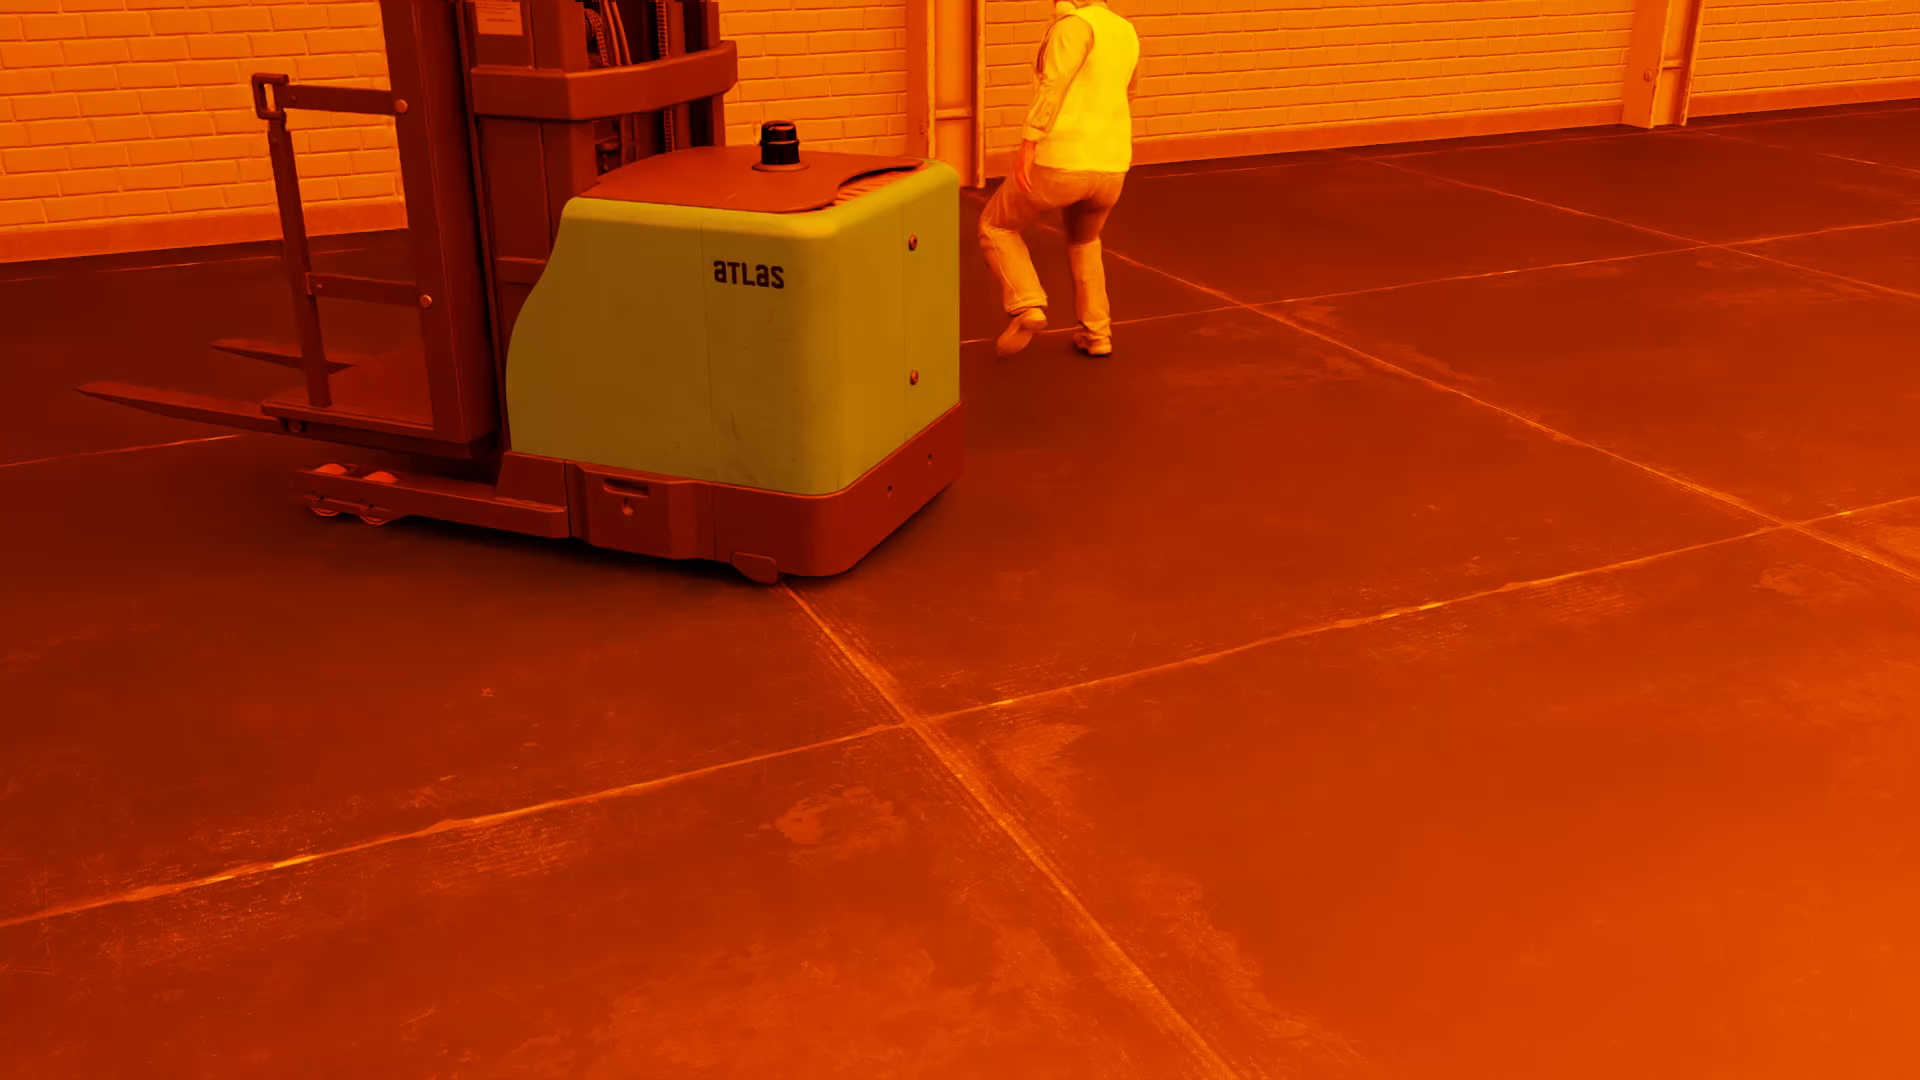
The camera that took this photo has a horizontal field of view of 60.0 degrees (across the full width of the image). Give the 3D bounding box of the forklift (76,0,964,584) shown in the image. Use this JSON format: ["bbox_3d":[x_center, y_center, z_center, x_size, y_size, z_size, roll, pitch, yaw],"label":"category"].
[{"bbox_3d":[-1.555,-1.575,5.078,3.031,2.935,1.130,9,24,20],"label":"forklift"}]

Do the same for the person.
[{"bbox_3d":[0.415,-1.540,6.662,0.802,1.674,0.604,-15,27,-32],"label":"person"}]
